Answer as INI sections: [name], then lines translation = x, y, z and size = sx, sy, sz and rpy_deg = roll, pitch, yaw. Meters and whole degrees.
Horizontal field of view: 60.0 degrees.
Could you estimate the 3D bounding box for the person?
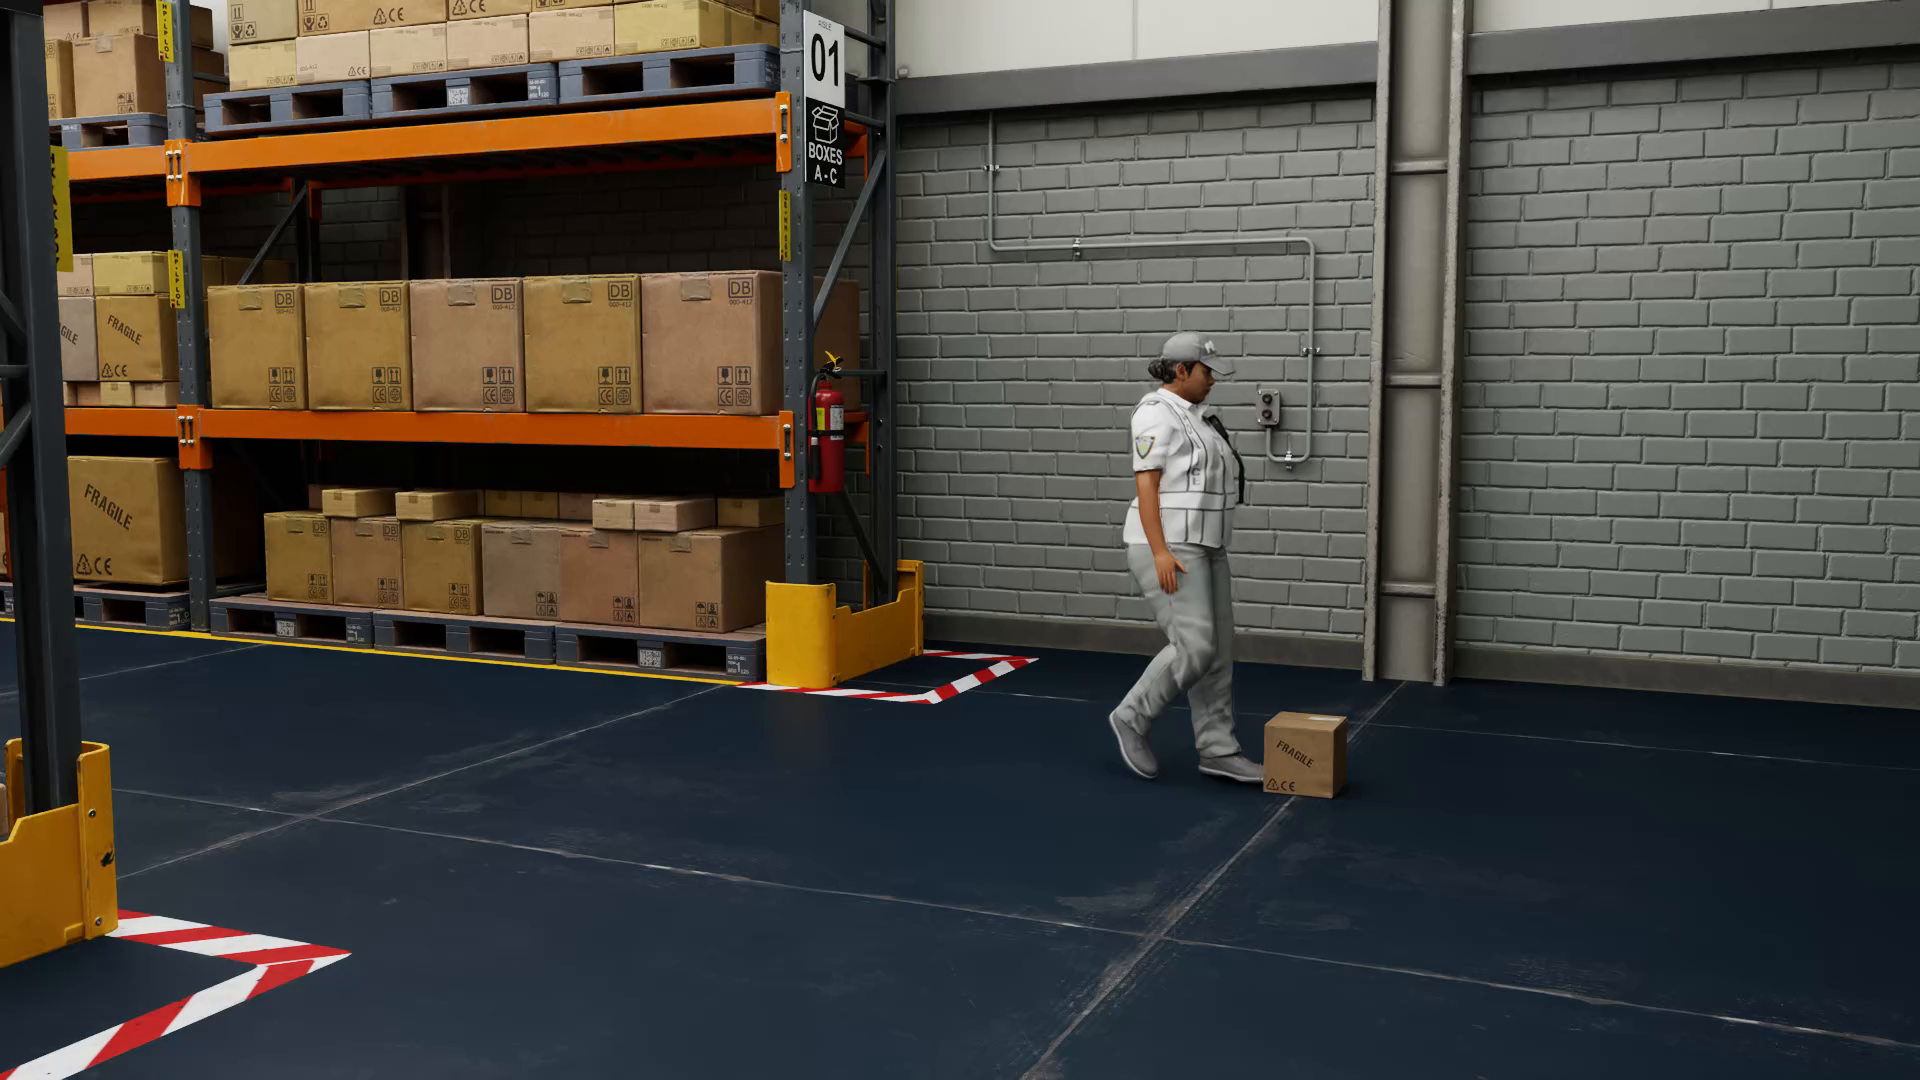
[person]
translation = 0.876, 0.060, 6.135
size = 0.602, 1.653, 0.533
rpy_deg = 4, 7, 32
